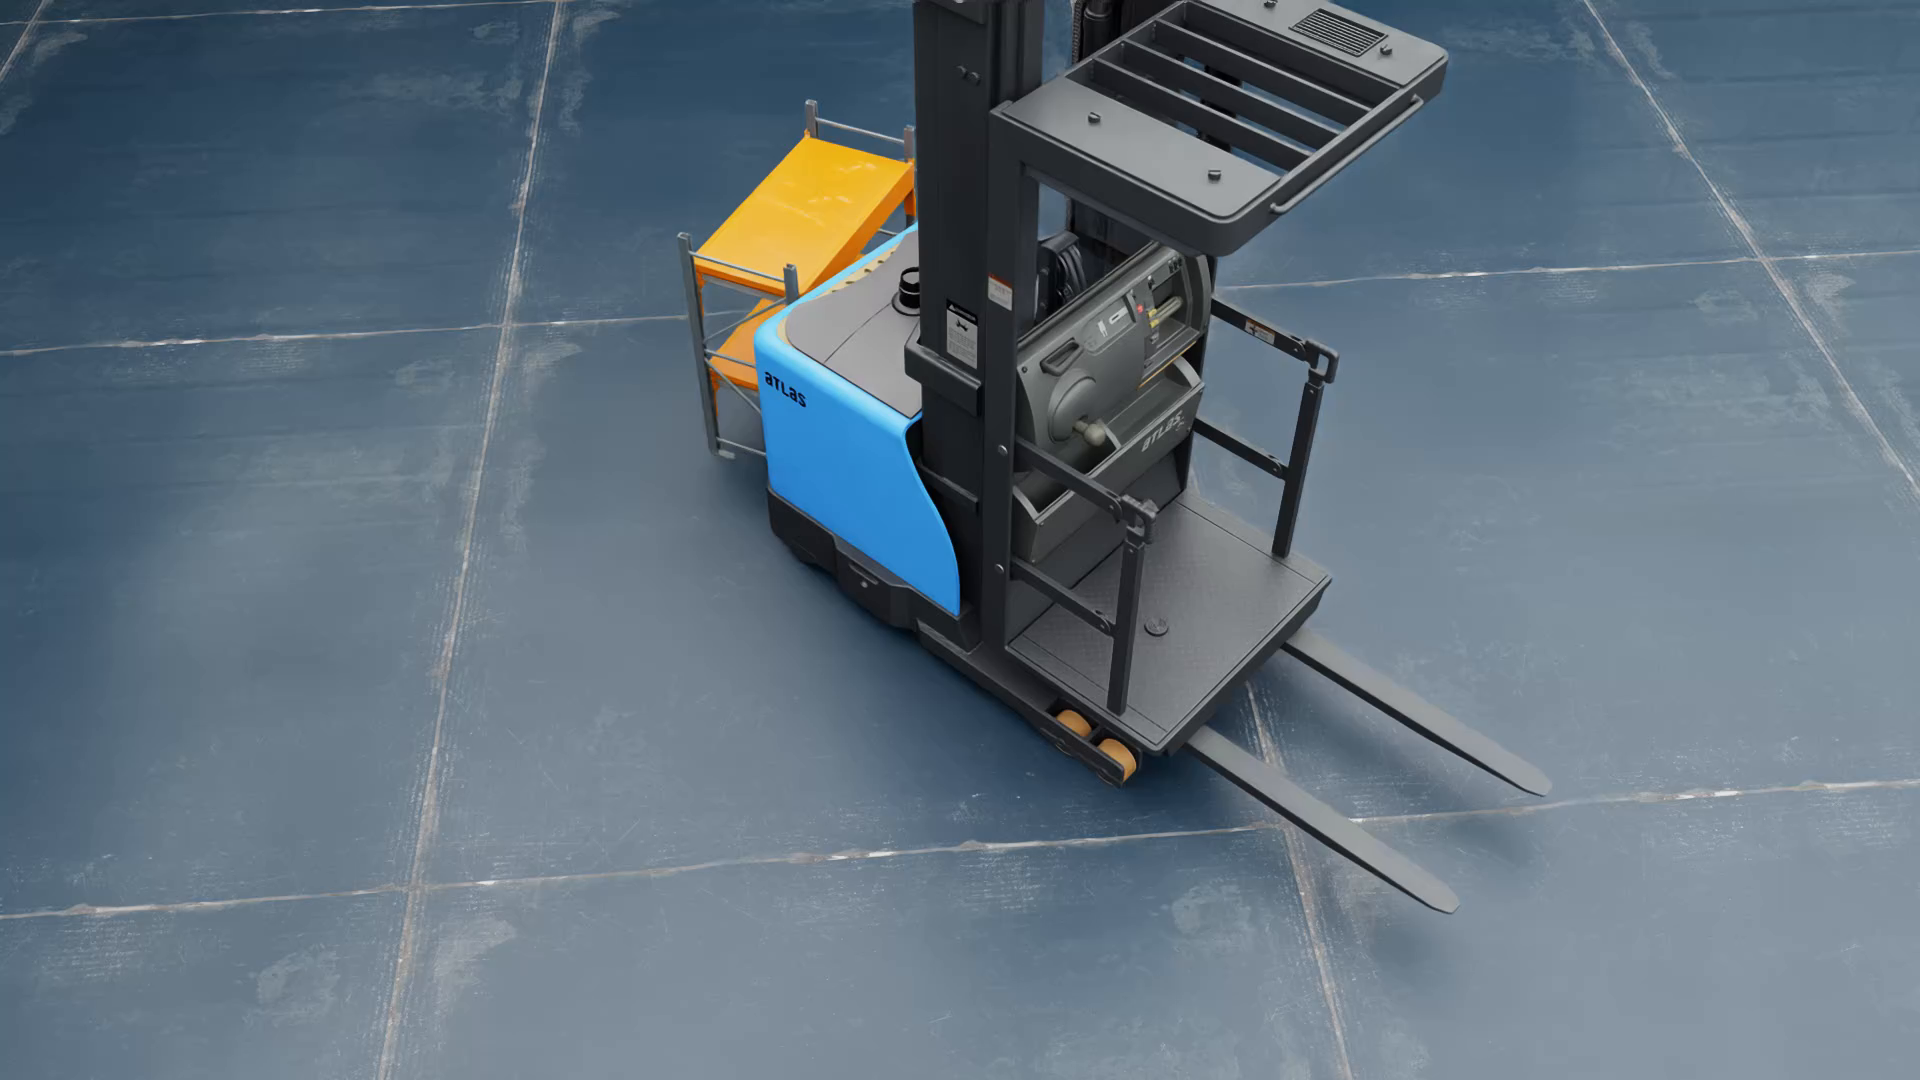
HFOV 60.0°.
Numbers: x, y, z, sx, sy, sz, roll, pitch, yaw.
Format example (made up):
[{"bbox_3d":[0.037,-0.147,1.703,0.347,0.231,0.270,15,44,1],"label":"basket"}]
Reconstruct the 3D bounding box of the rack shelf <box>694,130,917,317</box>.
[{"bbox_3d":[-0.626,-1.233,6.740,0.538,0.278,1.000,18,49,17],"label":"rack shelf"}]

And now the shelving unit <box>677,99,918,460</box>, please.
[{"bbox_3d":[-0.626,-1.032,6.953,0.538,1.125,1.048,18,49,17],"label":"shelving unit"}]

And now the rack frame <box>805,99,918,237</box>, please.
[{"bbox_3d":[-0.413,-1.367,7.270,0.500,1.125,0.032,18,49,17],"label":"rack frame"}]

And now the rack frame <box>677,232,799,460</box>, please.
[{"bbox_3d":[-0.838,-0.697,6.635,0.500,1.125,0.032,18,49,17],"label":"rack frame"}]

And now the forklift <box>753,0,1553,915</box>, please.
[{"bbox_3d":[0.668,-0.573,5.274,3.031,2.935,1.130,33,55,27],"label":"forklift"}]

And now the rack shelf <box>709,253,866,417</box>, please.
[{"bbox_3d":[-0.626,-0.864,7.130,0.538,0.278,1.000,18,49,17],"label":"rack shelf"}]
